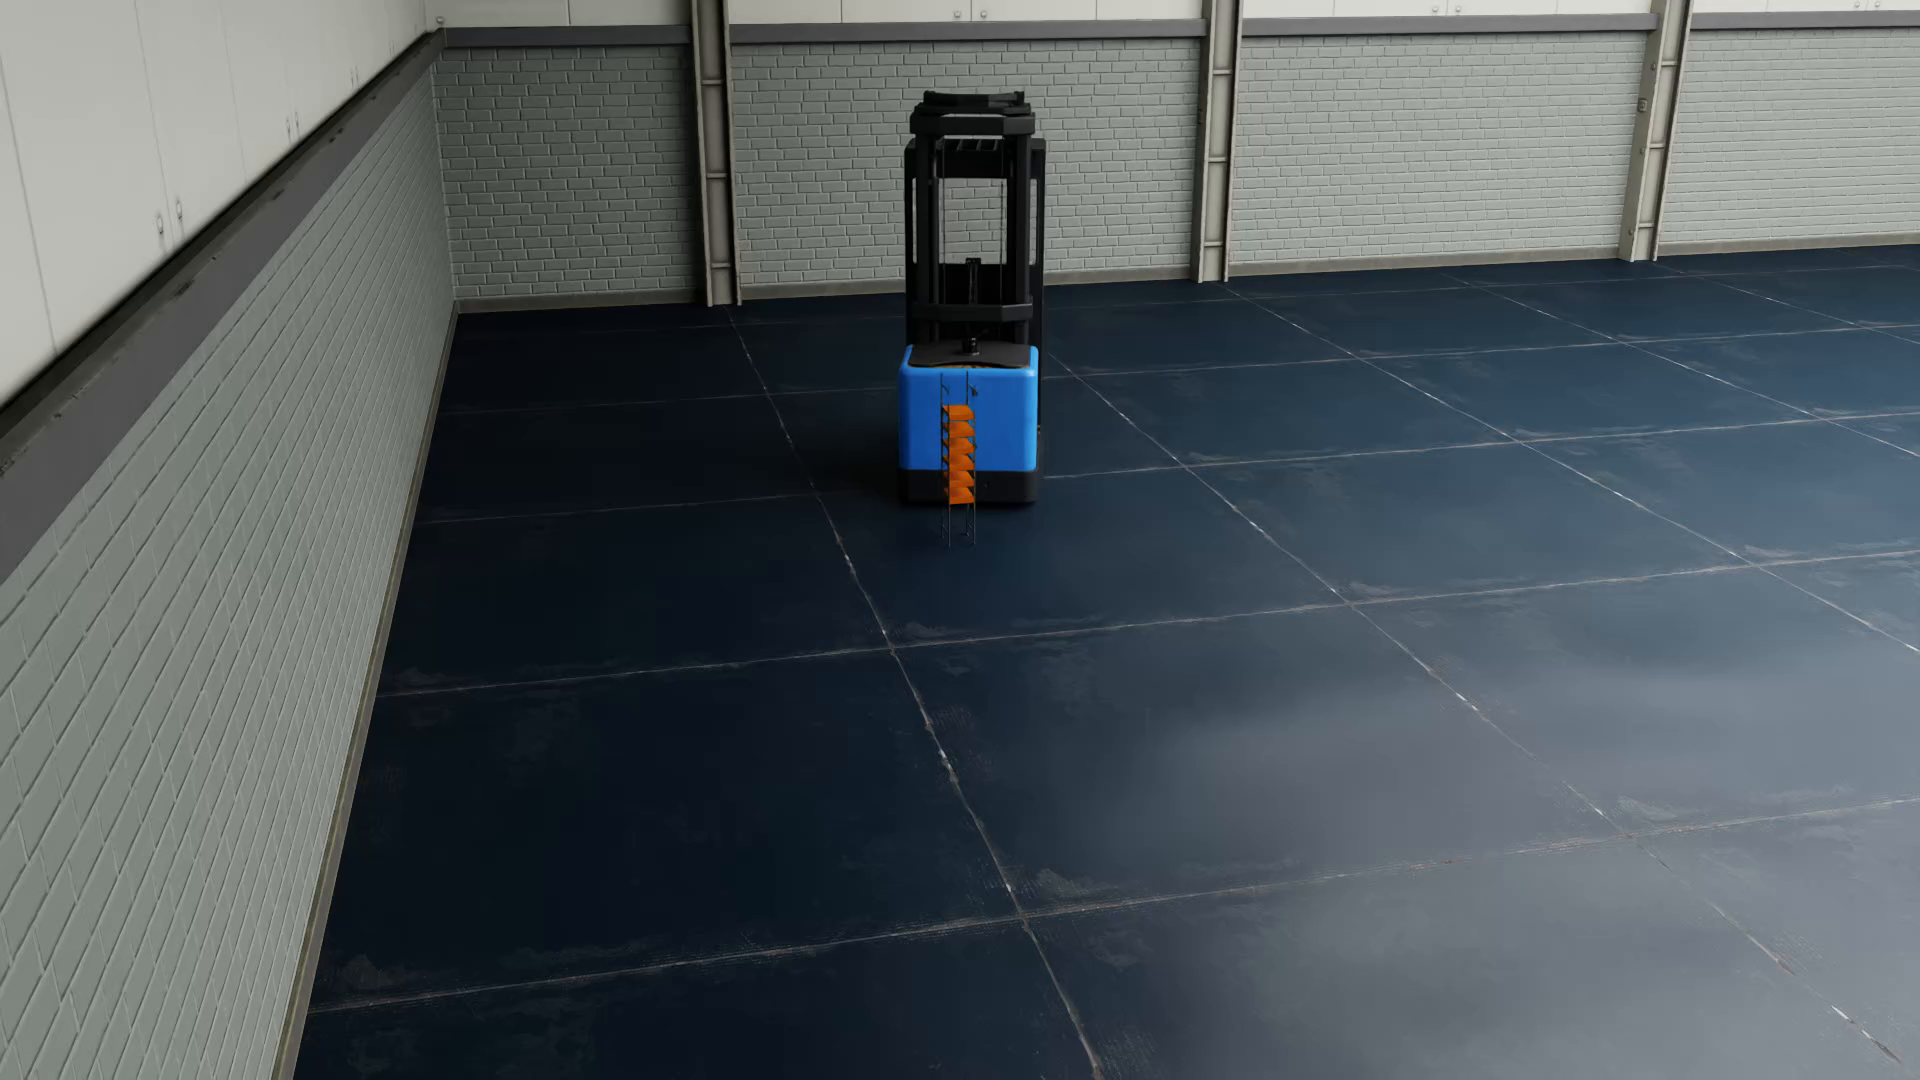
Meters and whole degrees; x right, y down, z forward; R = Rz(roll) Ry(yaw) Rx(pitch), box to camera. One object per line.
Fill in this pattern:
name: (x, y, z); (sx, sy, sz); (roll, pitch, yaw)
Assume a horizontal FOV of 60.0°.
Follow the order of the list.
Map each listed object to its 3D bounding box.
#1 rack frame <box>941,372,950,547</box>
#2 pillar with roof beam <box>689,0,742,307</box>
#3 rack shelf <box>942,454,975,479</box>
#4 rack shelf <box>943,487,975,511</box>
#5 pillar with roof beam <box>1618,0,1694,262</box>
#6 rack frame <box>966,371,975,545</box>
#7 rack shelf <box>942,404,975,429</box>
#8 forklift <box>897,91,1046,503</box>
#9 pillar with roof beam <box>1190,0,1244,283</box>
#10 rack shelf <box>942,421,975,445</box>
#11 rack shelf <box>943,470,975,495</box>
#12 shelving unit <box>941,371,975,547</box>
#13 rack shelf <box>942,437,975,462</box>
rack frame: (-0.103, -0.555, 11.585); (0.006, 1.200, 0.240); (-5, 21, -12)
pillar with roof beam: (-1.764, -5.541, 13.859); (0.400, 9.000, 9.100); (-5, 21, -12)
rack shelf: (-0.014, -0.521, 11.620); (0.180, 0.103, 0.258); (-5, 21, -12)
rack shelf: (-0.014, -0.295, 11.703); (0.180, 0.103, 0.258); (-5, 21, -12)
pillar with roof beam: (9.914, -6.491, 16.452); (0.400, 9.000, 9.100); (-5, 21, -12)
rack frame: (0.075, -0.569, 11.625); (0.006, 1.200, 0.240); (-5, 21, -12)
rack shelf: (-0.014, -0.859, 11.497); (0.180, 0.103, 0.258); (-5, 21, -12)
forklift: (0.127, -2.114, 13.323); (1.130, 2.935, 3.031); (1, 20, 3)
pillar with roof beam: (4.075, -6.016, 15.155); (0.400, 9.000, 9.100); (-5, 21, -12)
rack shelf: (-0.014, -0.746, 11.538); (0.180, 0.103, 0.258); (-5, 21, -12)
rack shelf: (-0.014, -0.408, 11.662); (0.180, 0.103, 0.258); (-5, 21, -12)
shelving unit: (-0.014, -0.562, 11.605); (0.189, 1.200, 0.258); (-5, 21, -12)
rack shelf: (-0.014, -0.633, 11.579); (0.180, 0.103, 0.258); (-5, 21, -12)
